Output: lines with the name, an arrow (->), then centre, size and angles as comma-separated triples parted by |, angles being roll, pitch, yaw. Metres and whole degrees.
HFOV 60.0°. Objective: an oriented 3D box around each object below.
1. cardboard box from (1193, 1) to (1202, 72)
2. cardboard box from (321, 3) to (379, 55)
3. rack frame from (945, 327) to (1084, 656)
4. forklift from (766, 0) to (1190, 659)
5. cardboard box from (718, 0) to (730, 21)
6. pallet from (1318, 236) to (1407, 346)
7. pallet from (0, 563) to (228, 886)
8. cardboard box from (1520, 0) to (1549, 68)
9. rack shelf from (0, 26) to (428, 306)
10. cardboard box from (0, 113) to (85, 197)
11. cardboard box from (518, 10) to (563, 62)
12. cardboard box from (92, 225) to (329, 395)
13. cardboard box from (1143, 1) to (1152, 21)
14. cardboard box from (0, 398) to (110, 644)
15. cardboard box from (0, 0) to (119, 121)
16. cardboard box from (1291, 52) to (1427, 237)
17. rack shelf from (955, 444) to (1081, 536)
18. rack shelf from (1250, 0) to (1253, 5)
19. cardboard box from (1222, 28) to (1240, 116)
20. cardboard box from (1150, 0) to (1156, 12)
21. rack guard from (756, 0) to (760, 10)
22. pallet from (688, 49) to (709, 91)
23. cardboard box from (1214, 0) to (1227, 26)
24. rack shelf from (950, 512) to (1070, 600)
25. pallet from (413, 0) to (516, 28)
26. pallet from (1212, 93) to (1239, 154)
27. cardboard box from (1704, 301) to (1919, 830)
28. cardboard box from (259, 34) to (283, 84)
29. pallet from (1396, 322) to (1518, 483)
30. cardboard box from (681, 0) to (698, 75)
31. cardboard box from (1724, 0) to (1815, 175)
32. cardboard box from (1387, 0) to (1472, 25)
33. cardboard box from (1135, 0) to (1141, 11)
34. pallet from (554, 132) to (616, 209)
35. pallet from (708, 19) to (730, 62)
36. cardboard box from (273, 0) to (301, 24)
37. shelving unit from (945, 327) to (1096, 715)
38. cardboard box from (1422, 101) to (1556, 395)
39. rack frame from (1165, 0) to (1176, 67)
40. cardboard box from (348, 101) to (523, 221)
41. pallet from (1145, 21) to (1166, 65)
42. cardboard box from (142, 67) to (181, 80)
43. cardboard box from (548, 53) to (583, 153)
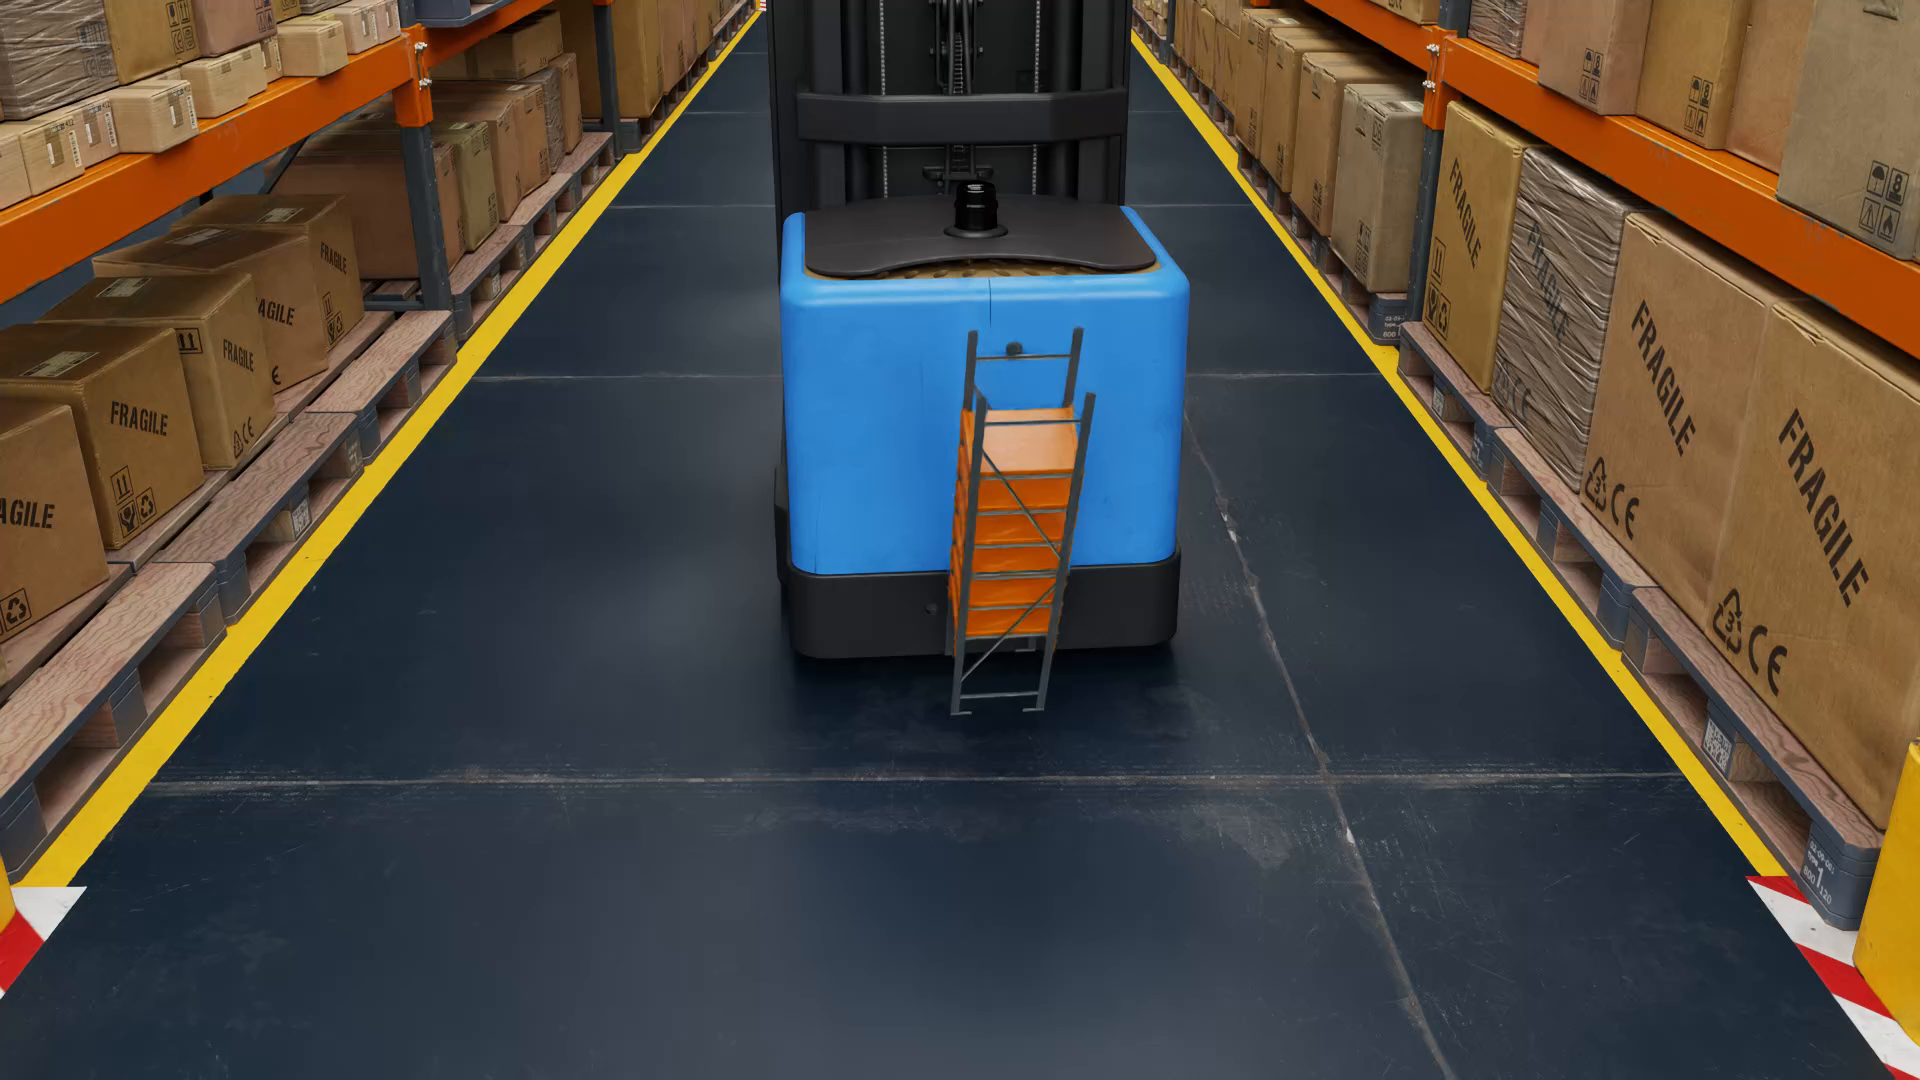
cardboard box -> 2.027, -3.733, 12.387 | 0.500, 0.500, 0.500 | 0, 24, 0
cardboard box -> -2.327, -1.838, 5.979 | 0.380, 0.149, 0.250 | 0, 24, -1
rack frame -> 0.108, -0.069, 3.903 | 0.240, 1.200, 0.006 | -2, 53, -5
forklift -> -0.053, -1.593, 5.214 | 1.130, 2.935, 3.031 | -2, 24, -4
cardboard box -> -2.640, -5.306, 15.410 | 0.875, 0.875, 0.875 | 0, 24, -1
pallet -> 2.261, -1.171, 7.582 | 1.003, 0.211, 1.213 | 0, 24, -1
pallet -> -2.547, 0.410, 4.088 | 1.003, 0.211, 1.213 | 0, 24, -1
cardboard box -> 2.389, -1.813, 5.437 | 0.875, 0.550, 0.550 | 0, 24, -1
rack shelf -> -2.594, -0.991, 4.674 | 1.077, 0.370, 4.000 | 0, 24, -1
cardboard box -> -2.328, -0.911, 3.929 | 0.380, 0.149, 0.250 | 0, 24, -1
cardboard box -> -2.622, -2.918, 9.652 | 0.500, 0.250, 0.500 | 1, 24, 2
cardboard box -> -2.638, -0.794, 5.890 | 0.500, 0.500, 0.500 | 8, 25, 16
cardboard box -> 1.901, -4.899, 15.392 | 0.380, 0.149, 0.250 | 0, 24, -1
cardboard box -> -2.603, -0.050, 4.245 | 0.500, 0.500, 0.500 | 6, 25, 13
cardboard box -> -2.639, -1.314, 4.033 | 0.875, 0.500, 0.500 | 0, 24, -1
cardboard box -> 2.241, -1.943, 8.126 | 1.050, 0.750, 0.750 | 0, 24, -1
rack shelf -> 0.125, -0.115, 3.693 | 0.258, 0.103, 0.180 | -2, 53, -5
rack shelf -> 2.279, -4.268, 11.920 | 1.077, 0.370, 4.000 | 0, 24, -1
cardboard box -> 2.032, -3.094, 10.975 | 0.500, 0.500, 0.500 | 0, 24, -1
cardboard box -> 1.900, -4.798, 14.808 | 0.380, 0.149, 0.250 | -1, 24, -2
rack guard -> -2.747, -5.959, 17.818 | 1.175, 0.500, 0.348 | 0, 24, -1
pallet -> -2.620, -3.851, 13.509 | 1.003, 0.211, 1.213 | 0, 24, -1
cardboard box -> 2.015, -3.654, 11.304 | 0.500, 0.250, 0.500 | 0, 24, 0
rack shelf -> 0.114, 0.031, 3.883 | 0.258, 0.103, 0.180 | -2, 53, -5
pallet -> -2.479, -2.371, 7.085 | 1.003, 0.211, 1.213 | 0, 24, -1
pallet -> 2.294, -2.823, 11.236 | 1.003, 0.211, 1.213 | 0, 24, -1
cardboard box -> 2.315, 0.022, 3.629 | 0.875, 0.875, 0.875 | 0, 24, 0
cardboard box -> -2.399, -1.529, 5.295 | 0.380, 0.149, 0.250 | 0, 24, -1
pallet -> 2.275, -0.539, 6.186 | 1.003, 0.211, 1.213 | 0, 24, -1
cardboard box -> -2.666, -4.031, 12.591 | 1.225, 0.875, 0.875 | -1, 24, -2
cardboard box -> 2.431, -1.154, 3.980 | 0.875, 0.550, 0.550 | 0, 24, -1
cardboard box -> 2.072, -2.383, 6.757 | 0.500, 0.500, 0.500 | 0, 24, -1
cardboard box -> 1.901, -5.220, 16.101 | 0.380, 0.149, 0.250 | -1, 24, -3
pallet -> -2.653, -2.198, 9.855 | 1.003, 0.211, 1.213 | 0, 24, -1
pallet -> -2.633, -4.482, 14.905 | 1.003, 0.211, 1.213 | 0, 24, -1
cardboard box -> -2.703, -1.932, 5.399 | 0.875, 0.500, 0.500 | 0, 24, -1
shelving unit -> 0.116, 0.004, 3.847 | 0.258, 1.200, 0.189 | -2, 53, -5
cardboard box -> 2.282, -1.087, 6.083 | 0.875, 0.875, 0.875 | 0, 24, 0
rack frame -> 2.257, -5.420, 13.594 | 1.000, 3.000, 0.127 | 0, 24, -1
cardboard box -> -2.594, -1.885, 8.276 | 0.700, 0.500, 0.500 | -2, 24, -5
pallet -> 2.215, -4.426, 14.780 | 1.003, 0.211, 1.213 | 0, 24, -1
cardboard box -> -2.392, -1.220, 4.611 | 0.380, 0.149, 0.250 | 0, 24, -1
cardboard box -> -2.632, -2.577, 9.806 | 0.700, 0.500, 0.500 | -2, 24, -3
